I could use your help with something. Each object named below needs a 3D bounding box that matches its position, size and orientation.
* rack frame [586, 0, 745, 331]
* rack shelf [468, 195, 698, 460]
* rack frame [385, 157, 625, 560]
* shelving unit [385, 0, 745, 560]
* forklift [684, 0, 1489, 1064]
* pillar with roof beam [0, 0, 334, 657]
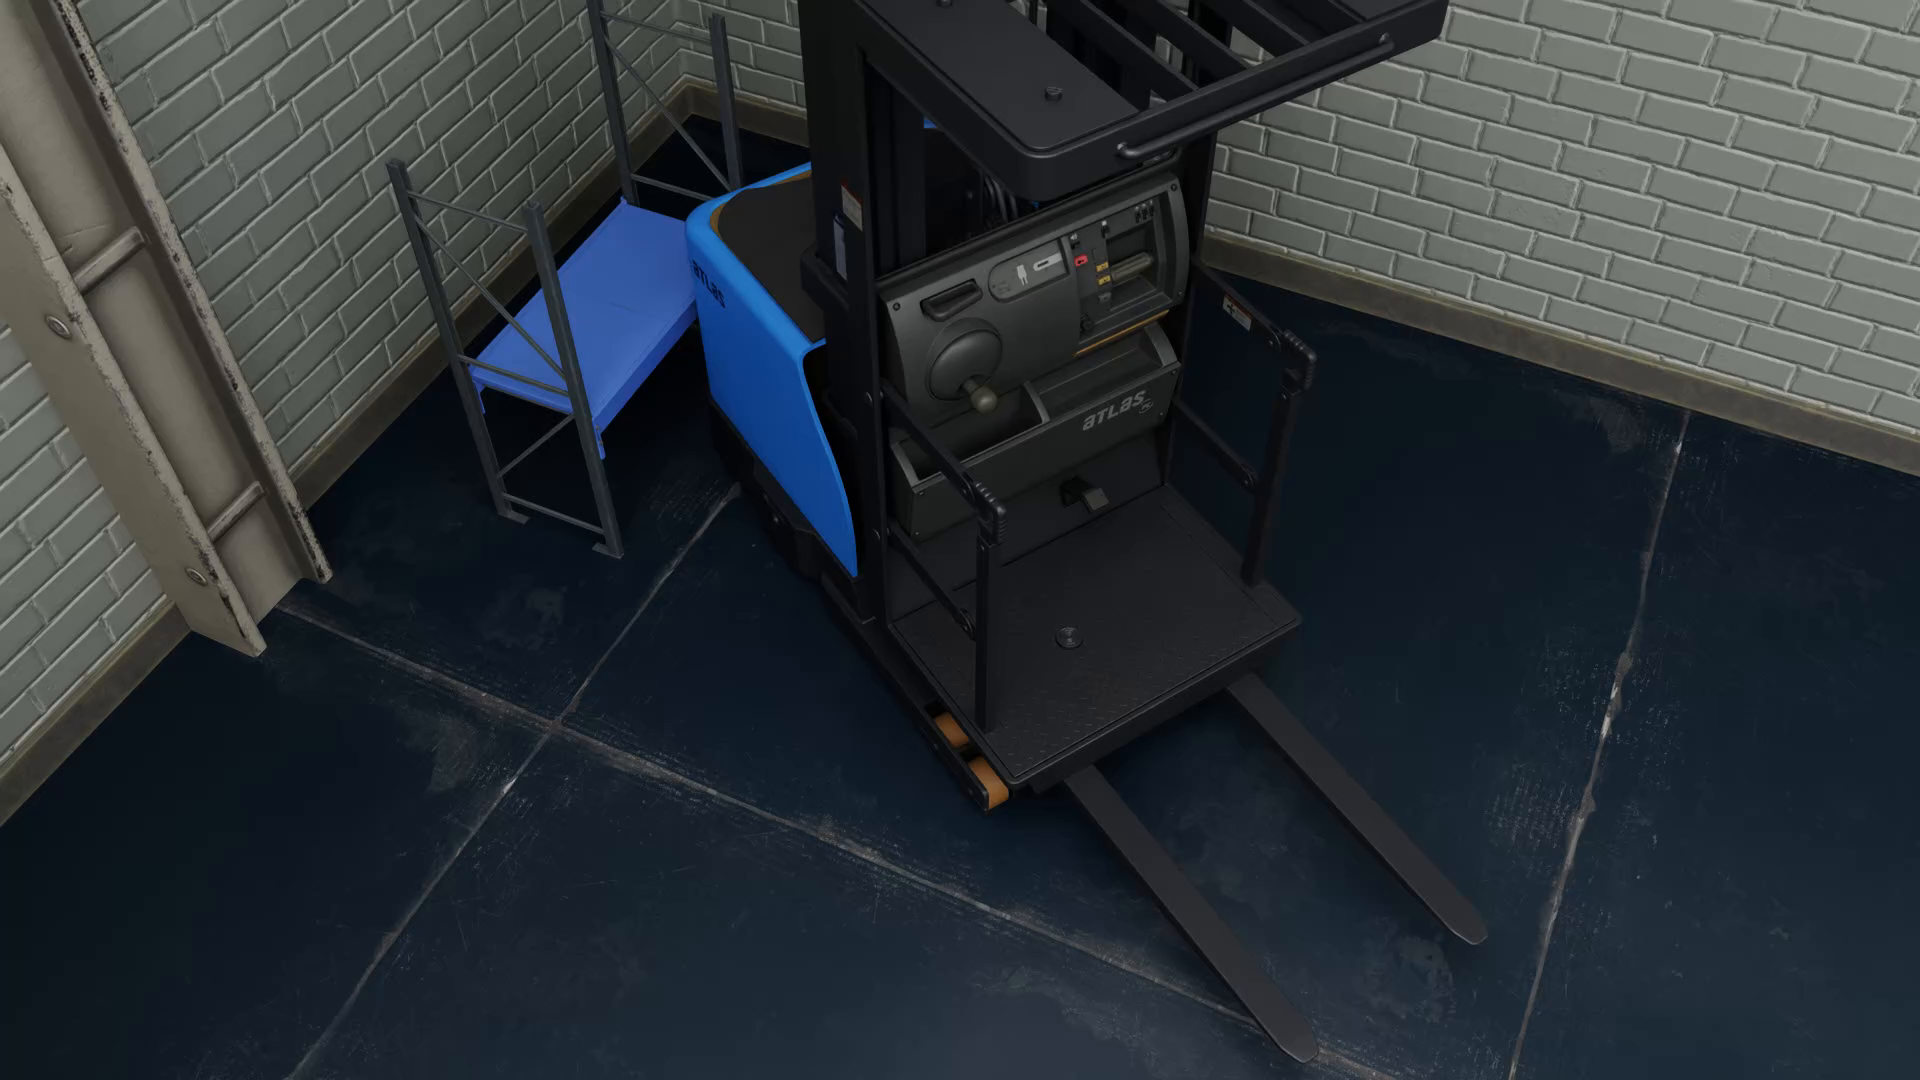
[{"bbox_3d":[-0.965,-1.212,5.796,0.500,1.500,0.032,19,52,16],"label":"rack frame"},{"bbox_3d":[-1.175,-0.743,5.633,0.538,0.185,1.000,19,52,16],"label":"rack shelf"},{"bbox_3d":[-1.385,-0.507,5.196,0.500,1.500,0.032,19,52,16],"label":"rack frame"},{"bbox_3d":[-1.175,-0.860,5.496,0.538,1.500,1.048,19,52,16],"label":"shelving unit"},{"bbox_3d":[0.340,-0.553,4.296,1.130,2.935,3.031,-26,55,-21],"label":"forklift"},{"bbox_3d":[1.543,-1.318,0.963,9.100,9.000,0.400,20,52,16],"label":"pillar with roof beam"}]
